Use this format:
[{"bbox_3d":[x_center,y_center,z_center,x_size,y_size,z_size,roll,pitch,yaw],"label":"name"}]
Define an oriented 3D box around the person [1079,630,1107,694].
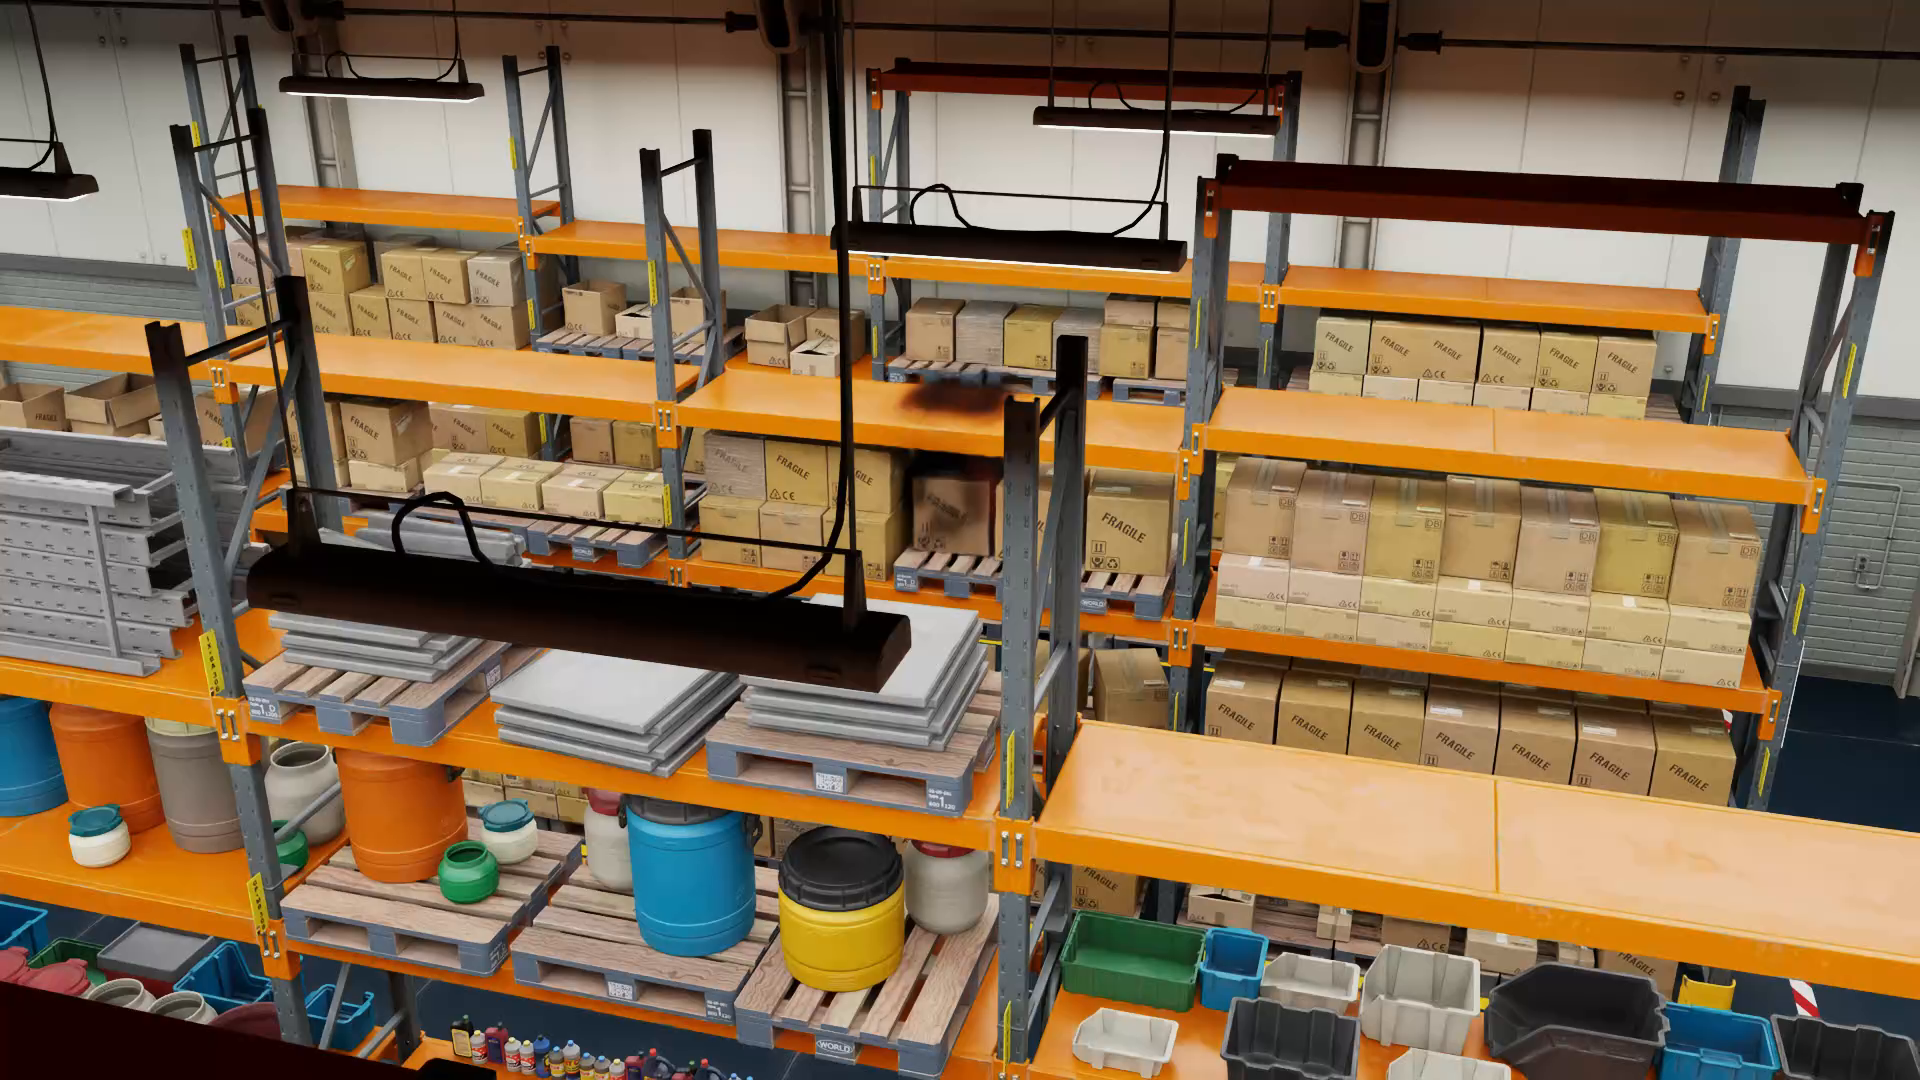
[{"bbox_3d":[1.354,0.753,16.543,0.507,1.684,0.509,-14,26,-29],"label":"person"}]
